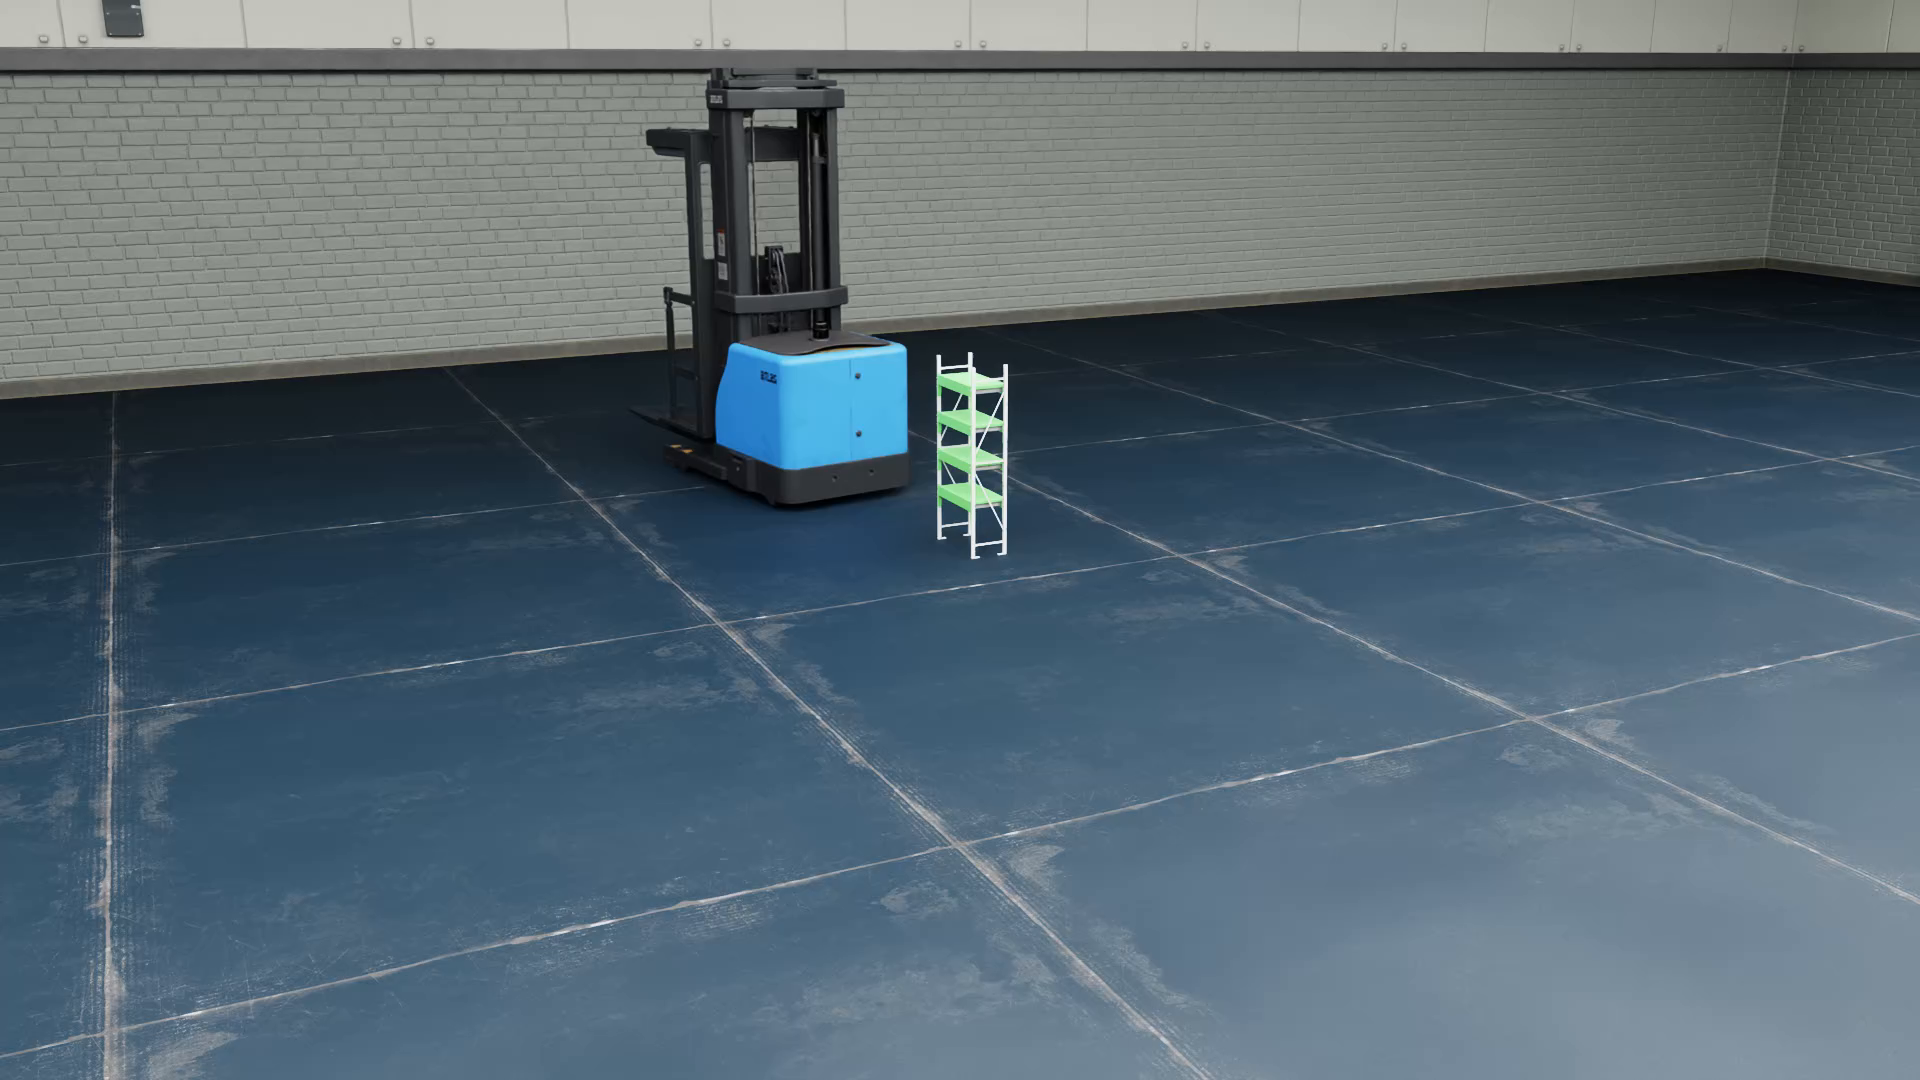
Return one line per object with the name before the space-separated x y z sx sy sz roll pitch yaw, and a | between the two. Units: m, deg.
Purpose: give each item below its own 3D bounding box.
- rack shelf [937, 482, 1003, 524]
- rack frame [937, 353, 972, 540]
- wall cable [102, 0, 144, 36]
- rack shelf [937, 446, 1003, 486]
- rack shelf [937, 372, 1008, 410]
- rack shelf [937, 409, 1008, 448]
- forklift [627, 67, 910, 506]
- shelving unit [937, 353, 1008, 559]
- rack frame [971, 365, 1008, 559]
rack shelf | 0.073 -0.244 10.526 0.258 0.148 0.480 -8 18 -25
rack frame | -0.034 -0.596 10.653 0.240 1.200 0.015 -8 18 -25
wall cable | -6.591 -7.532 14.519 2.305 6.003 0.169 -8 18 -25
rack shelf | 0.073 -0.474 10.460 0.258 0.148 0.480 -8 18 -25
rack shelf | 0.073 -0.936 10.327 0.258 0.148 0.480 -8 18 -25
rack shelf | 0.073 -0.705 10.394 0.258 0.148 0.480 -8 18 -25
forklift | -1.610 -1.997 12.396 1.130 2.935 3.031 -11 19 -33
shelving unit | 0.073 -0.536 10.442 0.258 1.200 0.503 -8 18 -25
rack frame | 0.179 -0.475 10.231 0.240 1.200 0.015 -8 18 -25
